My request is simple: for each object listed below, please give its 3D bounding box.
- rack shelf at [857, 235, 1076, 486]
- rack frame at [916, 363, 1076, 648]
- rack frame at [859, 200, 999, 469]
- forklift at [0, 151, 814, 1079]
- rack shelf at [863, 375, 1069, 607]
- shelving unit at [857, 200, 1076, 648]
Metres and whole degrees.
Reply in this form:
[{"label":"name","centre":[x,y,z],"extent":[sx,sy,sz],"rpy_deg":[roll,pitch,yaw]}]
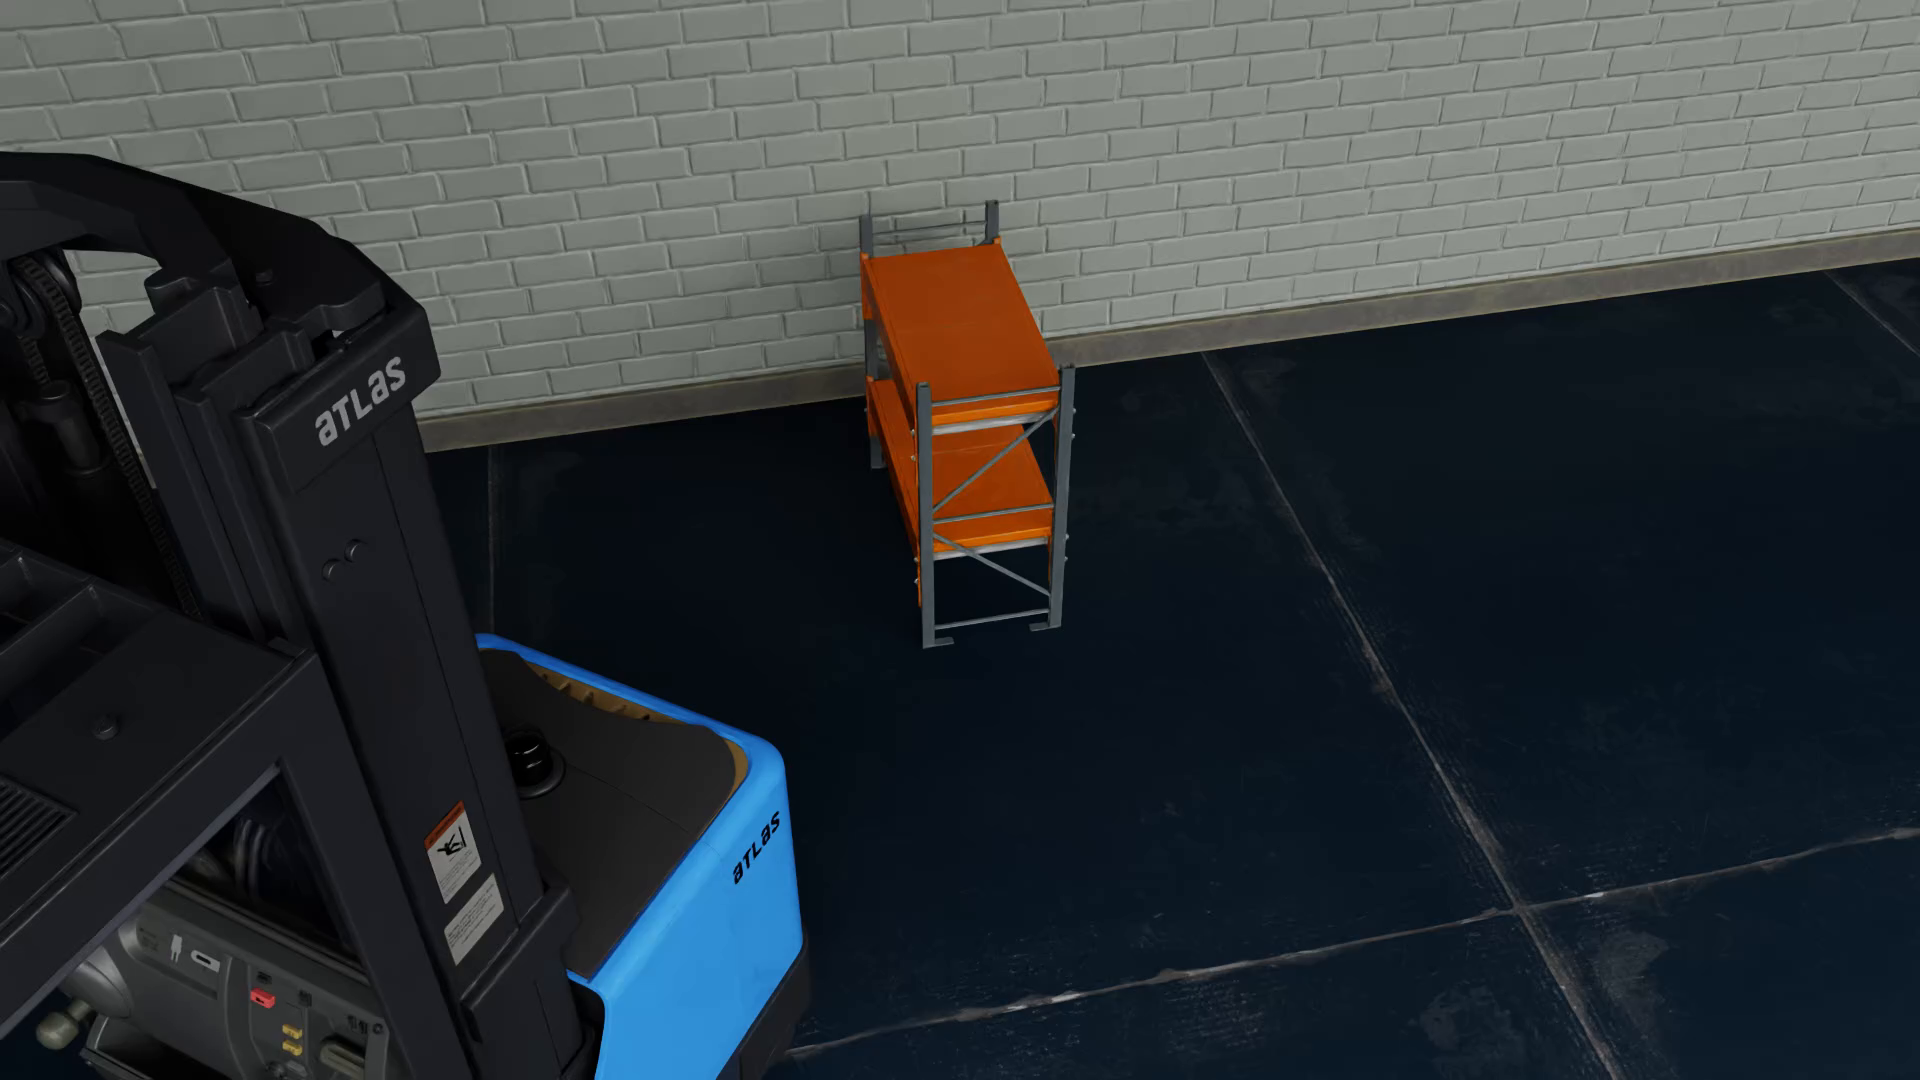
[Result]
[{"label":"rack shelf","centre":[0.001,-0.635,5.677],"extent":[0.538,0.278,1.000],"rpy_deg":[-8,42,-9]},{"label":"rack frame","centre":[0.111,-0.087,5.500],"extent":[0.500,1.125,0.032],"rpy_deg":[-8,42,-9]},{"label":"rack frame","centre":[-0.108,-0.746,6.243],"extent":[0.500,1.125,0.032],"rpy_deg":[-8,42,-9]},{"label":"forklift","centre":[-1.518,0.948,2.974],"extent":[1.130,2.935,3.031],"rpy_deg":[18,45,19]},{"label":"rack shelf","centre":[0.001,-0.233,6.034],"extent":[0.538,0.278,1.000],"rpy_deg":[-8,42,-9]},{"label":"shelving unit","centre":[0.001,-0.416,5.872],"extent":[0.538,1.125,1.048],"rpy_deg":[-8,42,-9]}]
